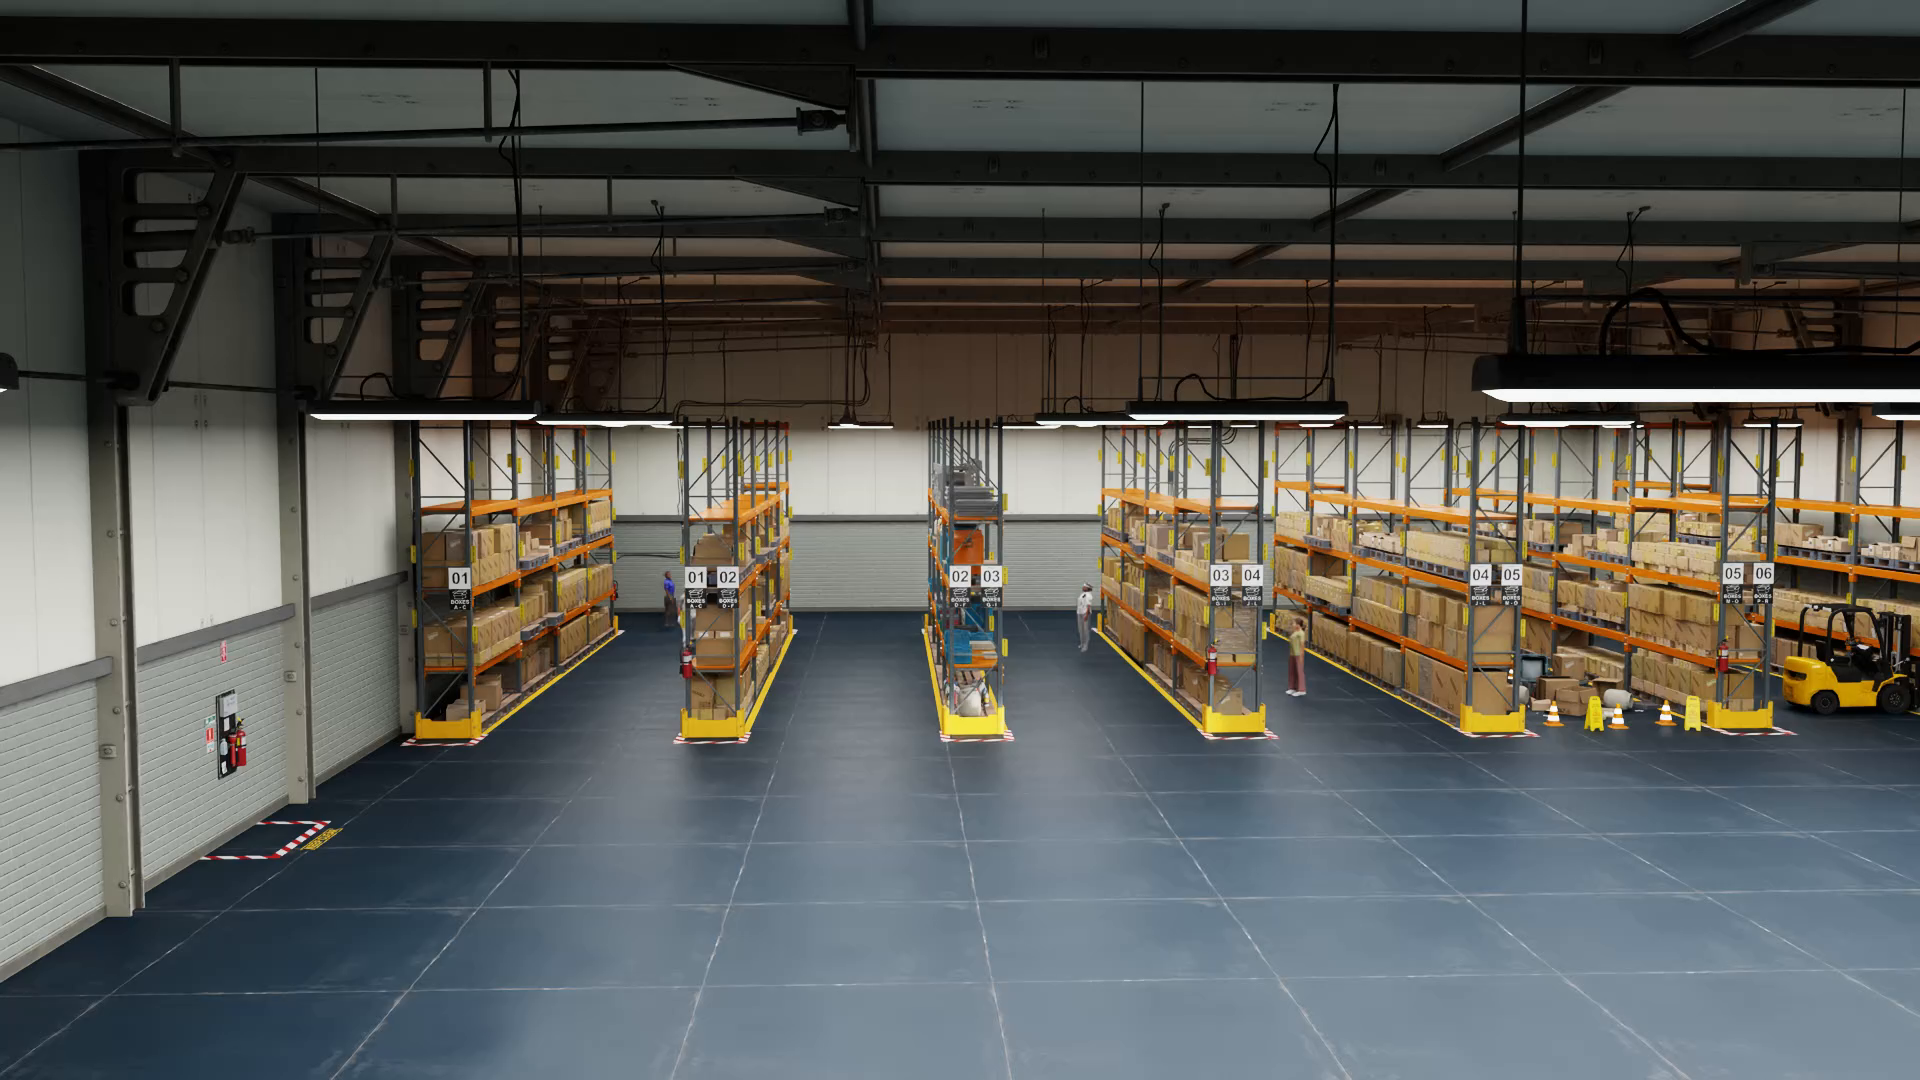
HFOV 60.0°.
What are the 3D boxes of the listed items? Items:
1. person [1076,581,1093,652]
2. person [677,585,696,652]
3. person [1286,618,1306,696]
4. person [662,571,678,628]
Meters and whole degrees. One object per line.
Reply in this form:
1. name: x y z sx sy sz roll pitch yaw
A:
1. person: 3.075 1.898 41.600 0.522 1.739 0.515 -3 5 -40
2. person: -7.011 2.011 43.187 0.660 1.728 1.060 0 4 -6
3. person: 7.322 2.525 36.168 0.414 1.673 0.533 -2 4 -22
4. person: -8.428 1.745 48.437 0.497 1.663 0.471 0 4 5
